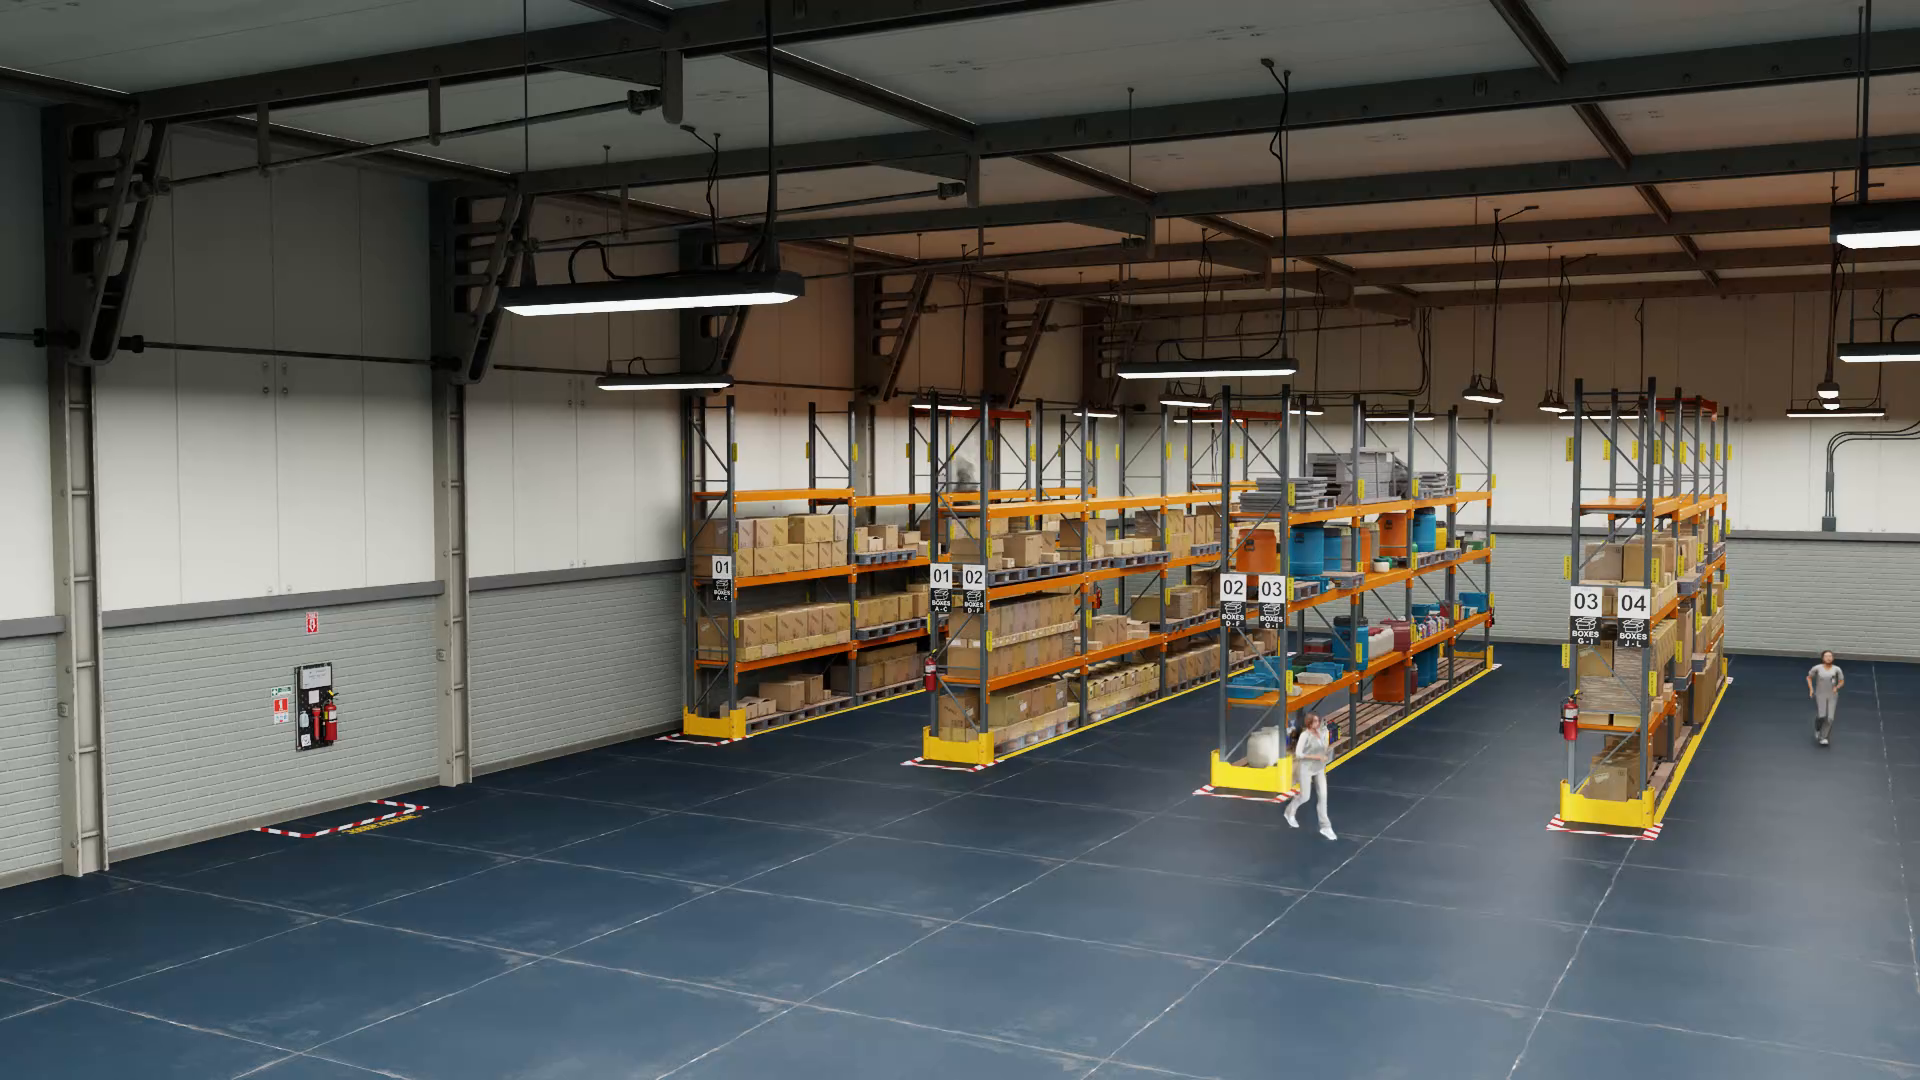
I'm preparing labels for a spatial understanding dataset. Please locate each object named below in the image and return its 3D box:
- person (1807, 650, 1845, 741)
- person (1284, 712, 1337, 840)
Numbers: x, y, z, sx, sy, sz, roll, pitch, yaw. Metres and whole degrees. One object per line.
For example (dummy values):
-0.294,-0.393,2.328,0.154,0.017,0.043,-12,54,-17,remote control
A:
14.794,2.668,28.389,0.564,1.577,0.533,1,3,19,person
4.563,3.041,21.648,0.542,1.604,0.839,-2,3,-31,person
